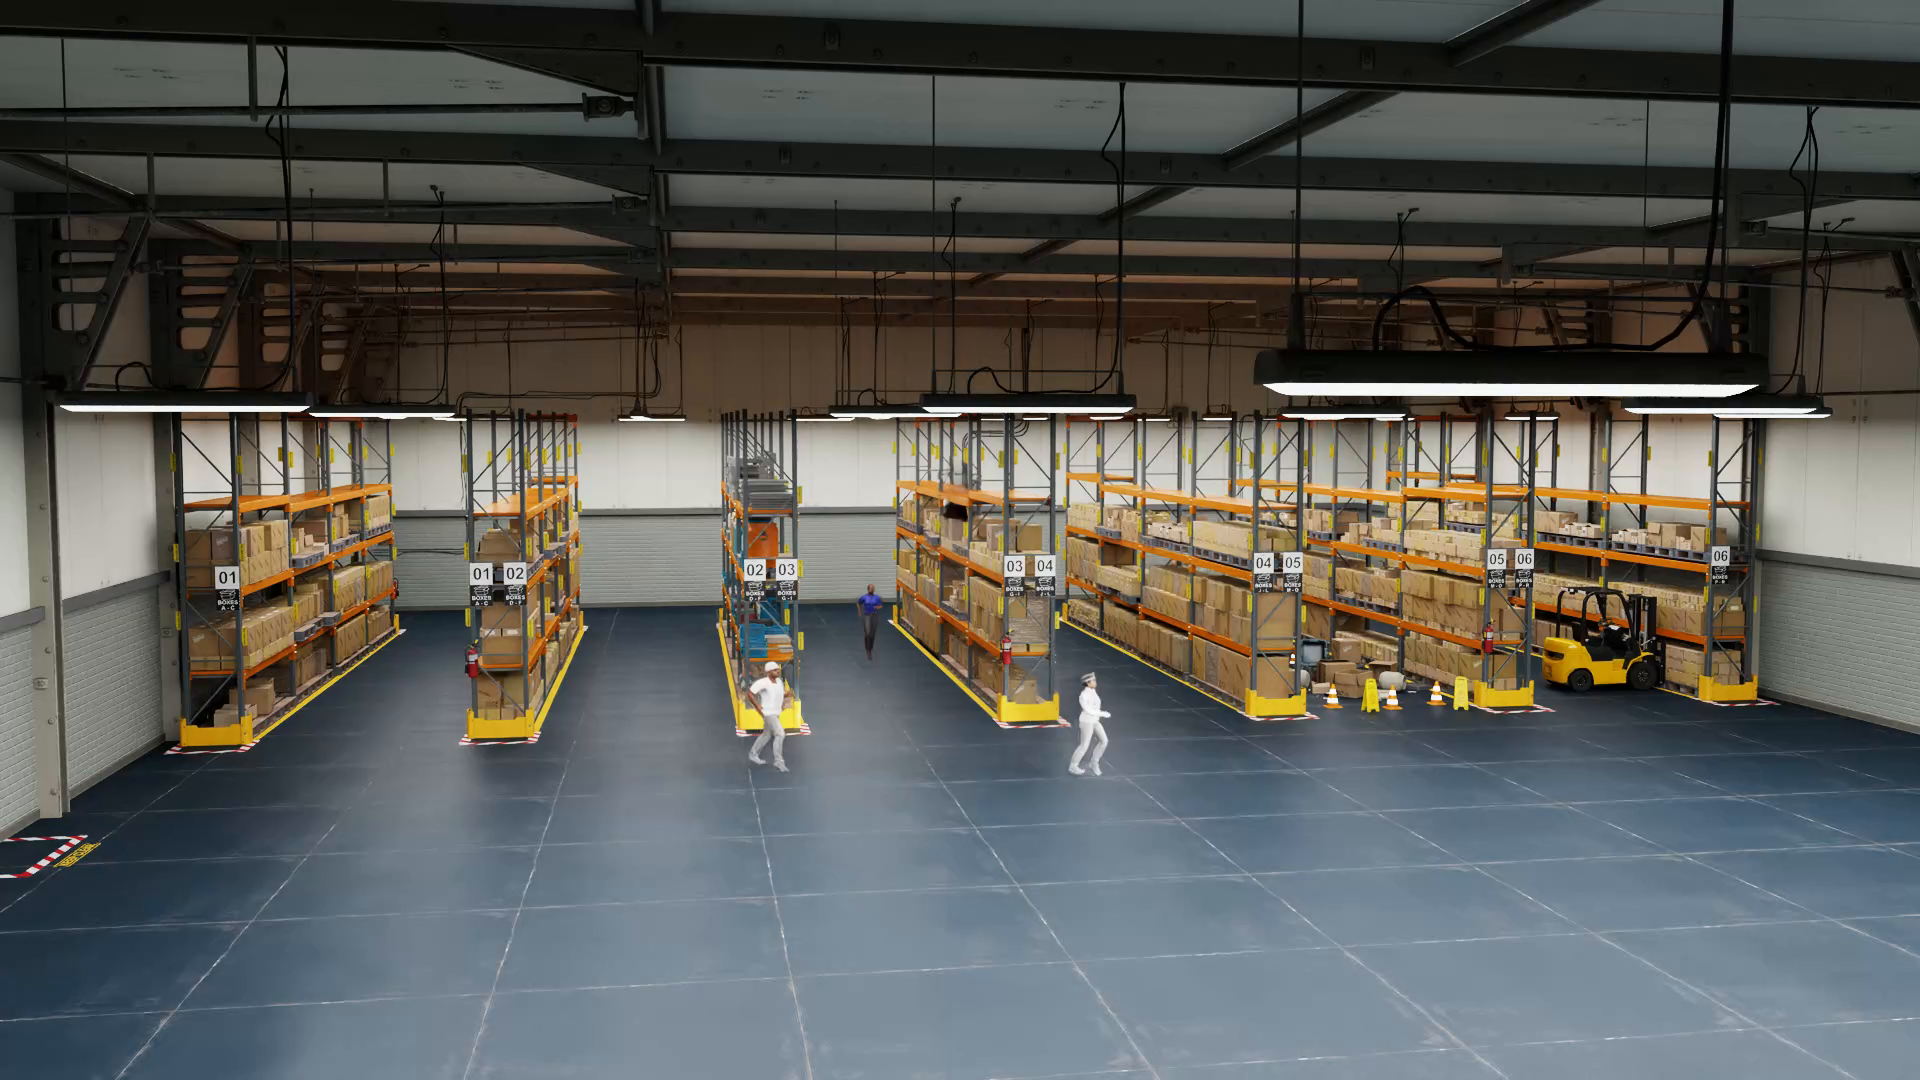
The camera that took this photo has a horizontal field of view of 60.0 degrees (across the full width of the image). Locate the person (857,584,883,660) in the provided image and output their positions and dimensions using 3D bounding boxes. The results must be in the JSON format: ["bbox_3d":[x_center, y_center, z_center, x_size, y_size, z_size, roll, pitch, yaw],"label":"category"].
[{"bbox_3d":[-2.090,1.905,38.931,0.545,1.760,0.716,-1,4,-18],"label":"person"}]

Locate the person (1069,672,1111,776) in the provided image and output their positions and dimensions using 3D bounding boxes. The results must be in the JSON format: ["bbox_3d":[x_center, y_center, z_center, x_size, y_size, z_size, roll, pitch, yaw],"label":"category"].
[{"bbox_3d":[2.126,2.997,27.029,0.707,1.722,0.618,2,4,22],"label":"person"}]

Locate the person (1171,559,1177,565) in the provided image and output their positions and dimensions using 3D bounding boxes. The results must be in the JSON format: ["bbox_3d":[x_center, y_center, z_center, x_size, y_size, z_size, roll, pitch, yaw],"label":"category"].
[{"bbox_3d":[6.524,1.354,50.443,0.965,1.677,0.575,-1,4,-15],"label":"person"}]

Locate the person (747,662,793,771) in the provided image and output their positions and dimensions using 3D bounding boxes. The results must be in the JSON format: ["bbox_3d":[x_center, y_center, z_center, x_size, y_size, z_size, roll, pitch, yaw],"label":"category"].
[{"bbox_3d":[-3.155,2.922,27.638,0.788,1.831,0.665,1,4,19],"label":"person"}]

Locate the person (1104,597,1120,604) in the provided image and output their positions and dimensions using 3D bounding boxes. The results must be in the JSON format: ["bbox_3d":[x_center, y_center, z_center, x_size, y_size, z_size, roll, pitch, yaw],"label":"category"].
[{"bbox_3d":[4.382,1.402,49.588,0.904,1.720,0.772,3,5,39],"label":"person"}]
